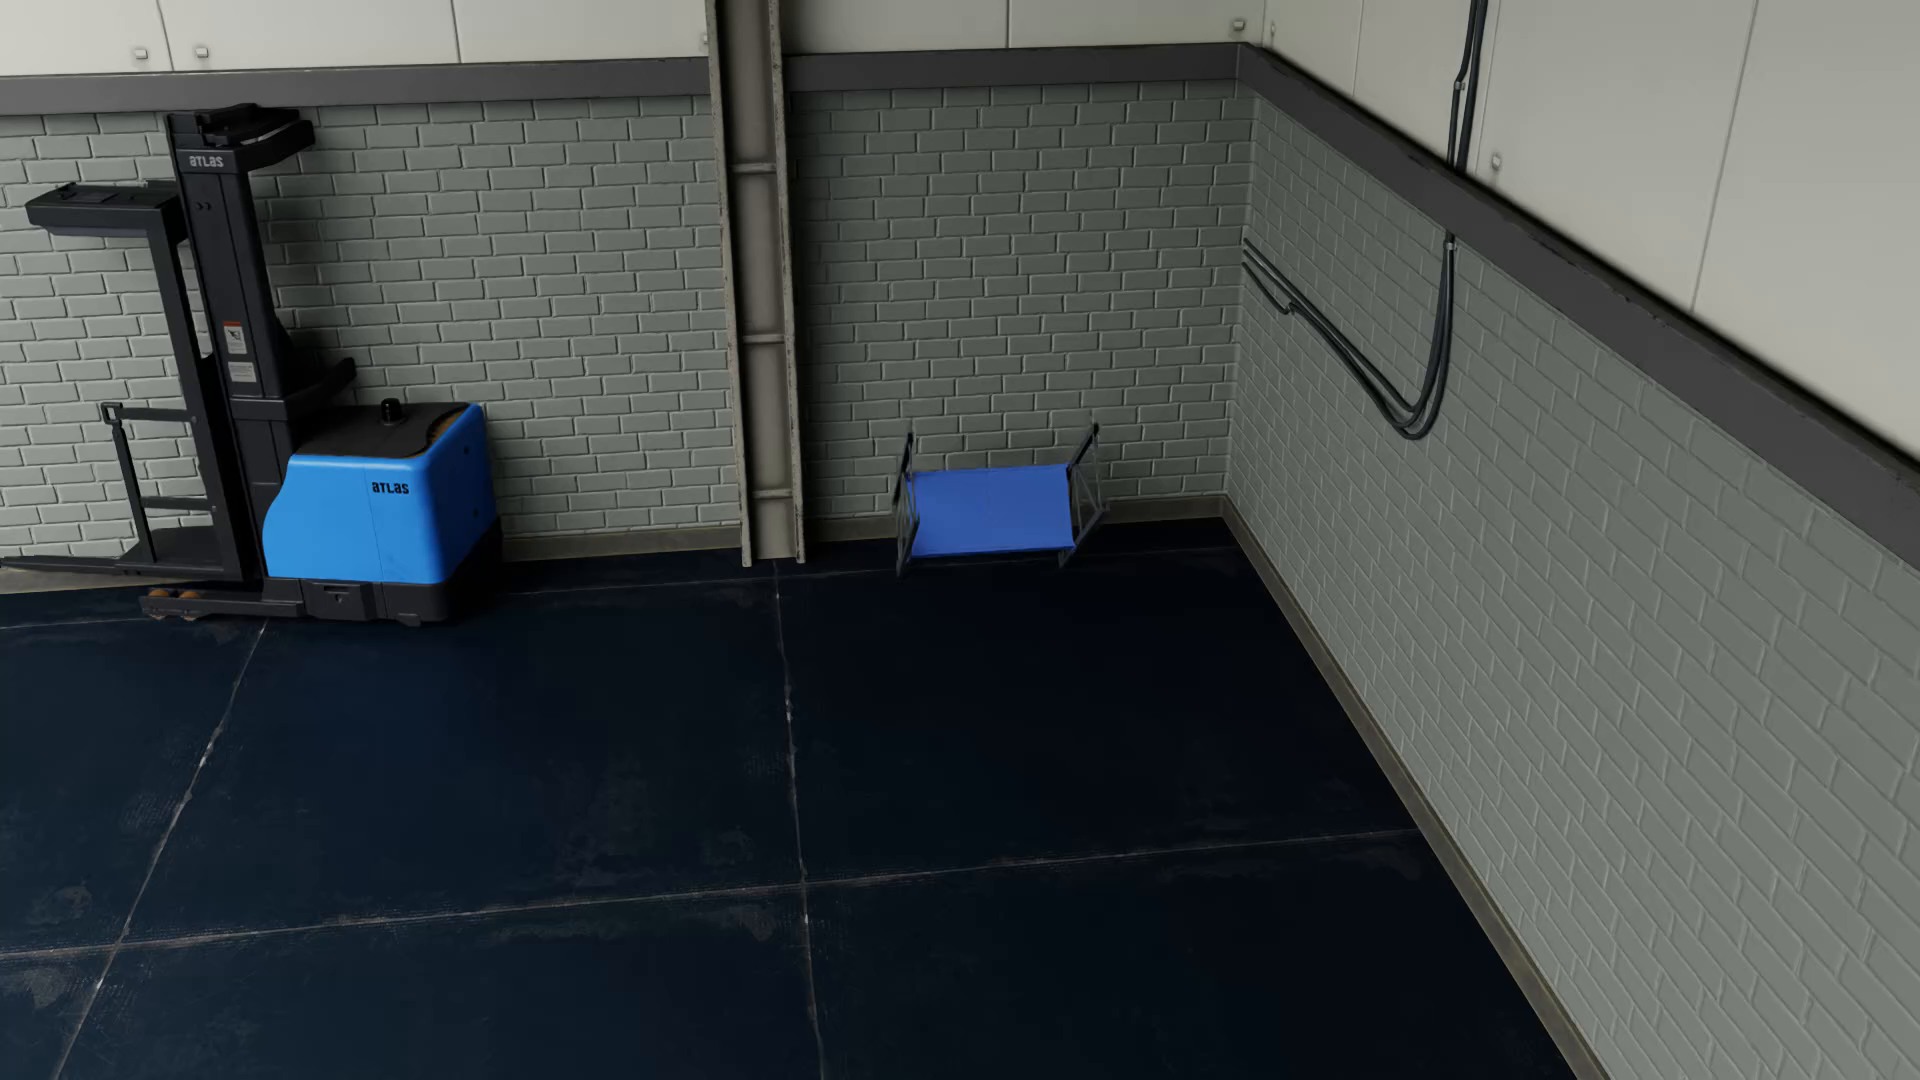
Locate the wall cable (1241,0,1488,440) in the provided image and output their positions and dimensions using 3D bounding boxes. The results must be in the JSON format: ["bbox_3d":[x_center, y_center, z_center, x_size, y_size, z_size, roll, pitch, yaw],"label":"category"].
[{"bbox_3d":[1.916,-2.126,8.437,0.112,2.526,3.097,-4,27,-7],"label":"wall cable"}]

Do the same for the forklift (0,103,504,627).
[{"bbox_3d":[-4.411,-1.068,9.622,3.031,2.935,1.130,3,27,5],"label":"forklift"}]

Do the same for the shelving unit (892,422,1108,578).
[{"bbox_3d":[0.185,-0.203,9.674,1.048,0.538,1.500,-3,-12,-6],"label":"shelving unit"}]

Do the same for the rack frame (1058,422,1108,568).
[{"bbox_3d":[0.690,-0.232,9.730,0.032,0.500,1.500,-3,-12,-6],"label":"rack frame"}]

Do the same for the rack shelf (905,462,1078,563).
[{"bbox_3d":[0.168,-0.164,9.848,1.000,0.538,0.185,-3,-12,-6],"label":"rack shelf"}]

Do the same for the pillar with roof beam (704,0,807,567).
[{"bbox_3d":[-0.586,-1.972,4.736,0.400,9.000,9.100,-4,27,-7],"label":"pillar with roof beam"}]

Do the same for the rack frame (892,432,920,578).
[{"bbox_3d":[-0.319,-0.174,9.618,0.032,0.500,1.500,-3,-12,-6],"label":"rack frame"}]
